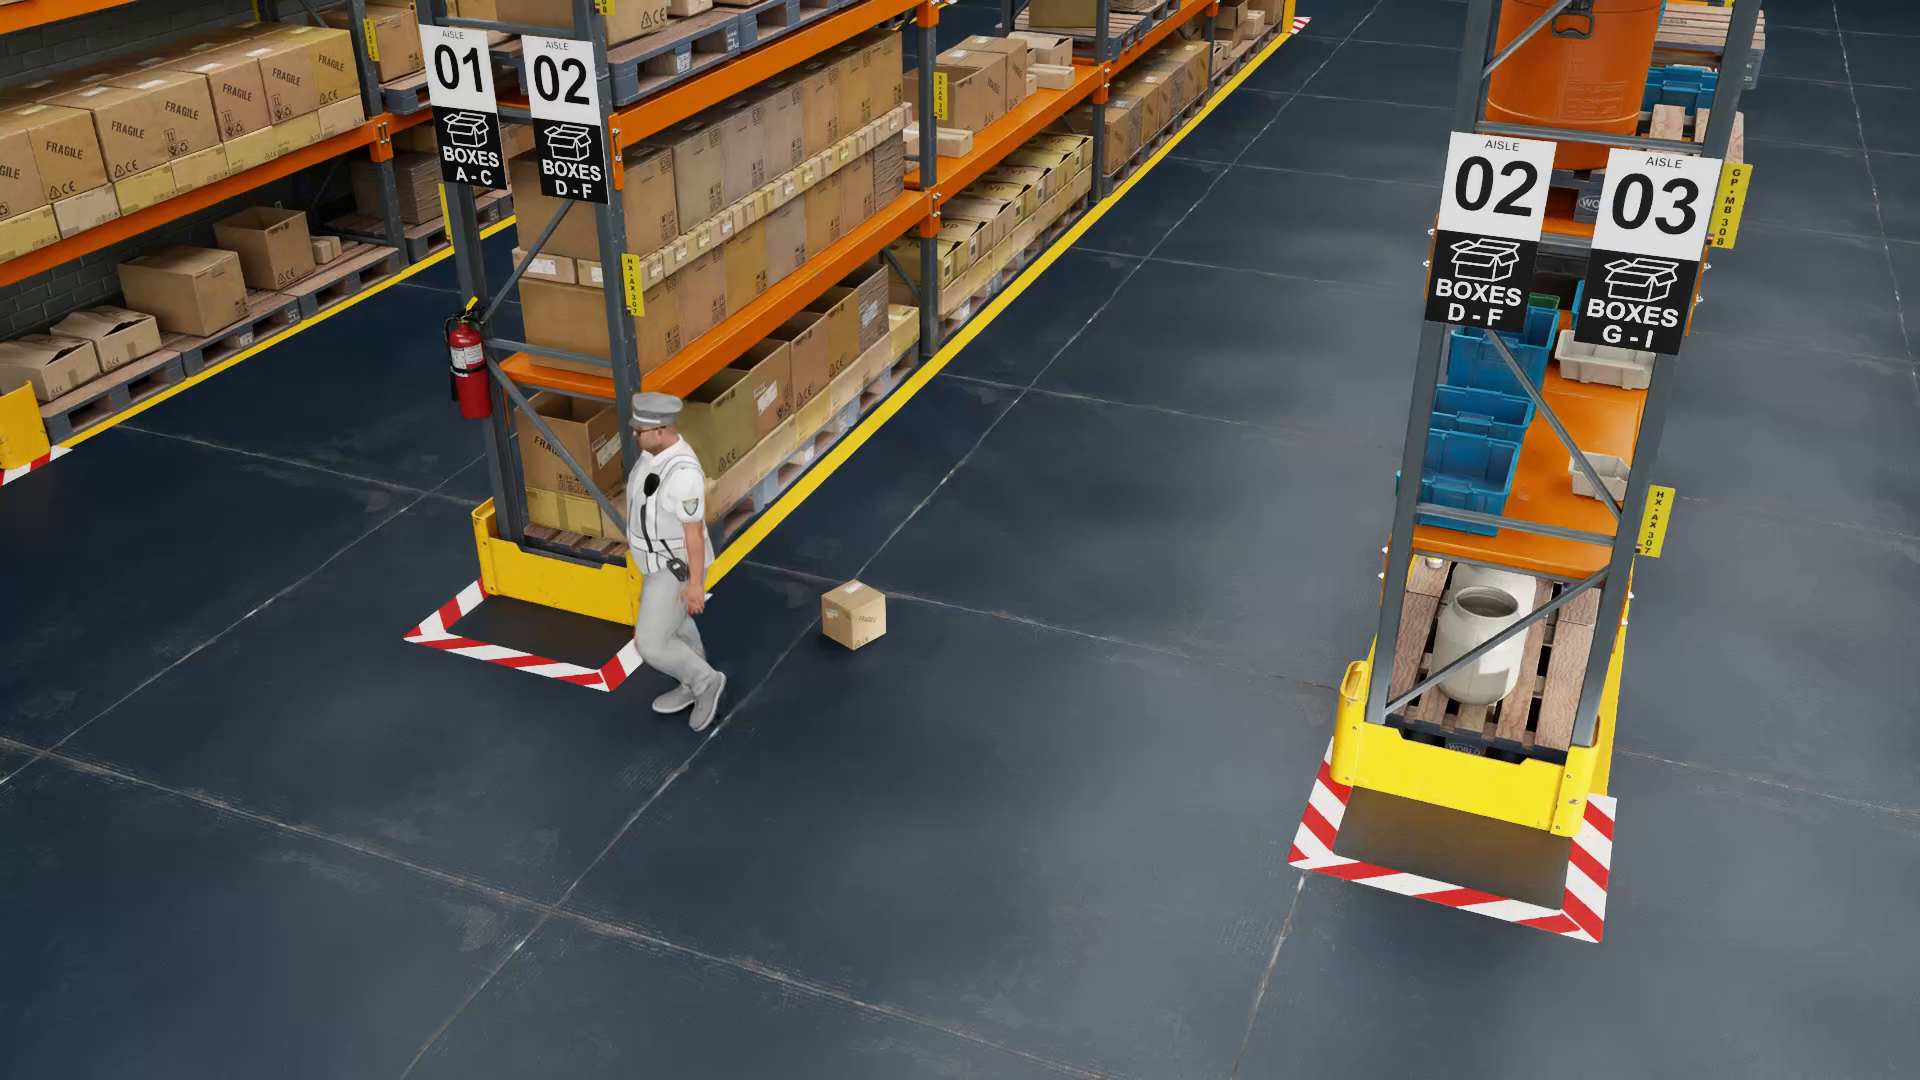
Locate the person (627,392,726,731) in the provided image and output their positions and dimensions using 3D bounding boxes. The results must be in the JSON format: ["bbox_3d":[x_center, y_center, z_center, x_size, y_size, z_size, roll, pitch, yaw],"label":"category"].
[{"bbox_3d":[-1.444,0.127,8.149,0.452,1.785,0.575,-13,32,-22],"label":"person"}]
